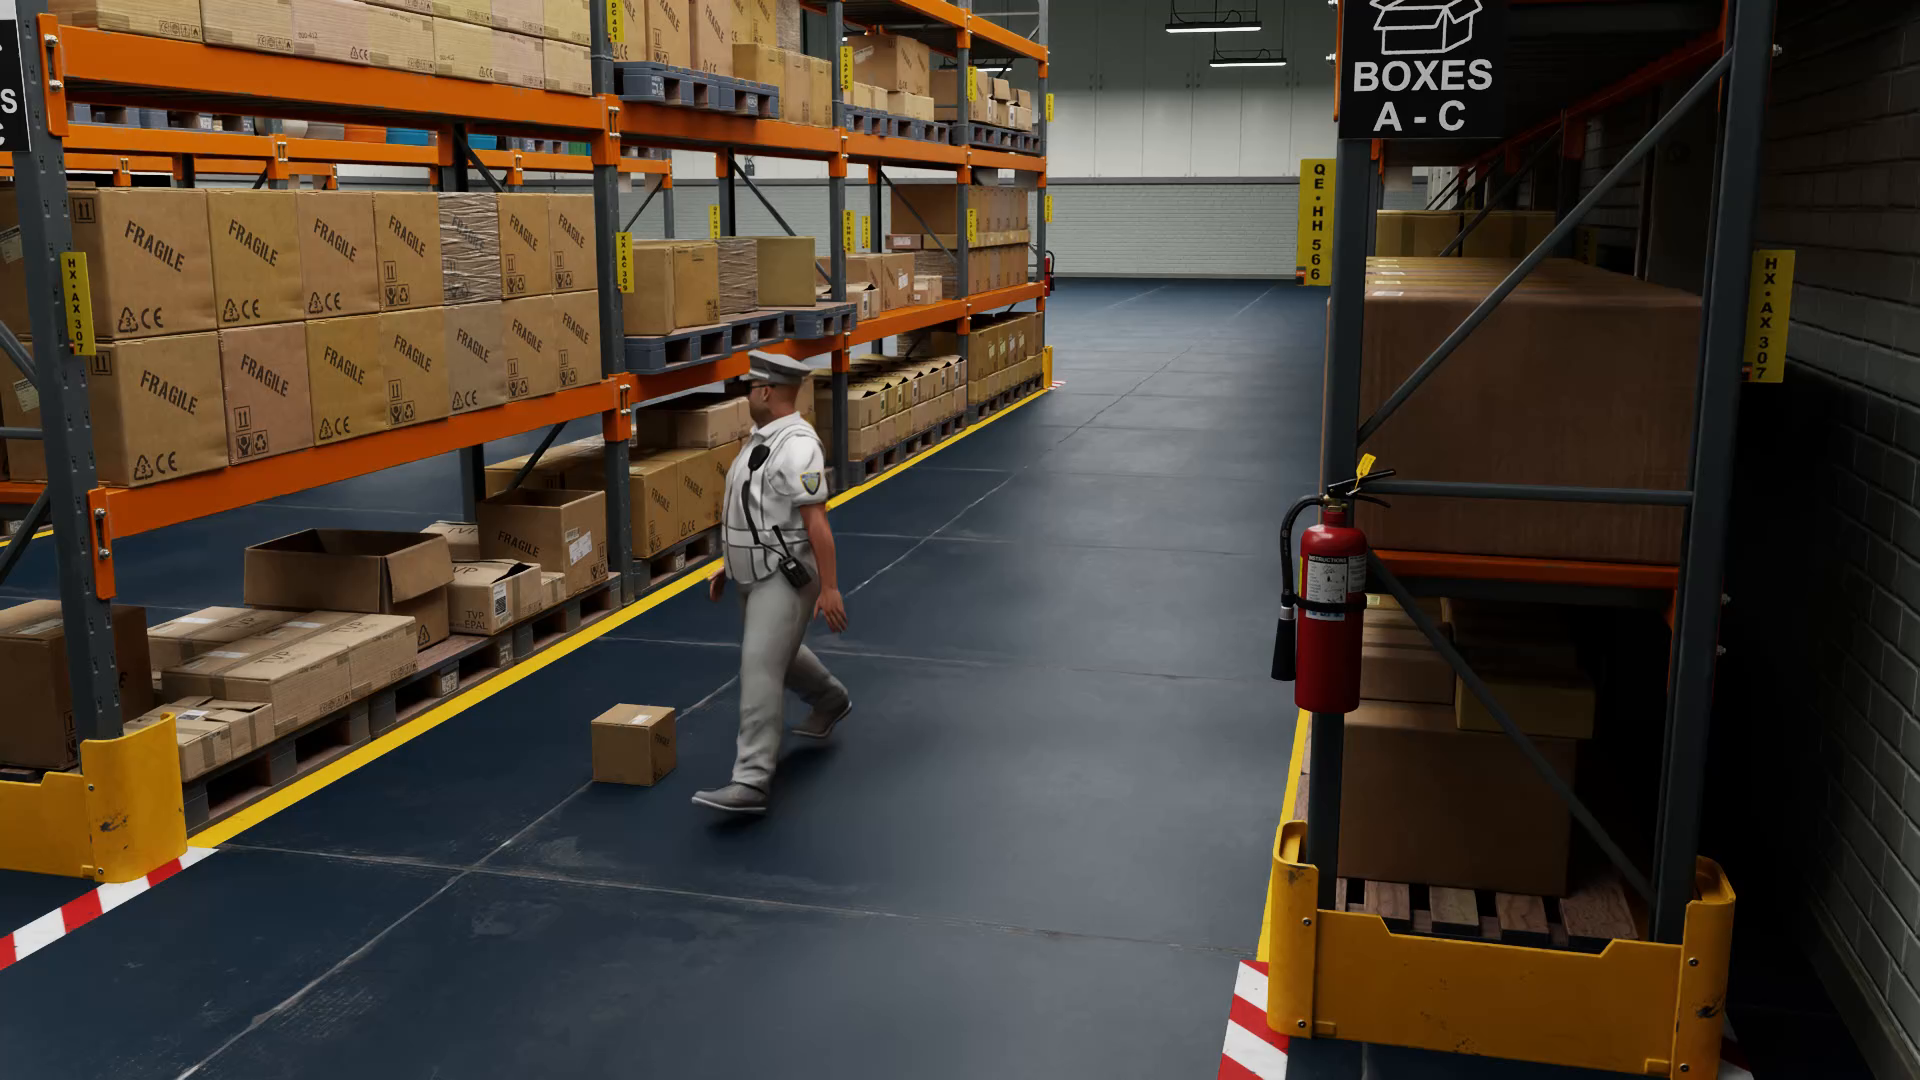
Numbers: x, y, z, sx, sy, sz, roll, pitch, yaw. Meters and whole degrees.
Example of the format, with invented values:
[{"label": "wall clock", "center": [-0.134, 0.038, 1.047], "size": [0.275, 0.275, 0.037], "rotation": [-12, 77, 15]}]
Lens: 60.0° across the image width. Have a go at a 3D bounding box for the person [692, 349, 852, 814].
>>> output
[{"label": "person", "center": [-0.718, 0.122, 6.431], "size": [1.000, 1.695, 0.814], "rotation": [-7, 13, -30]}]
